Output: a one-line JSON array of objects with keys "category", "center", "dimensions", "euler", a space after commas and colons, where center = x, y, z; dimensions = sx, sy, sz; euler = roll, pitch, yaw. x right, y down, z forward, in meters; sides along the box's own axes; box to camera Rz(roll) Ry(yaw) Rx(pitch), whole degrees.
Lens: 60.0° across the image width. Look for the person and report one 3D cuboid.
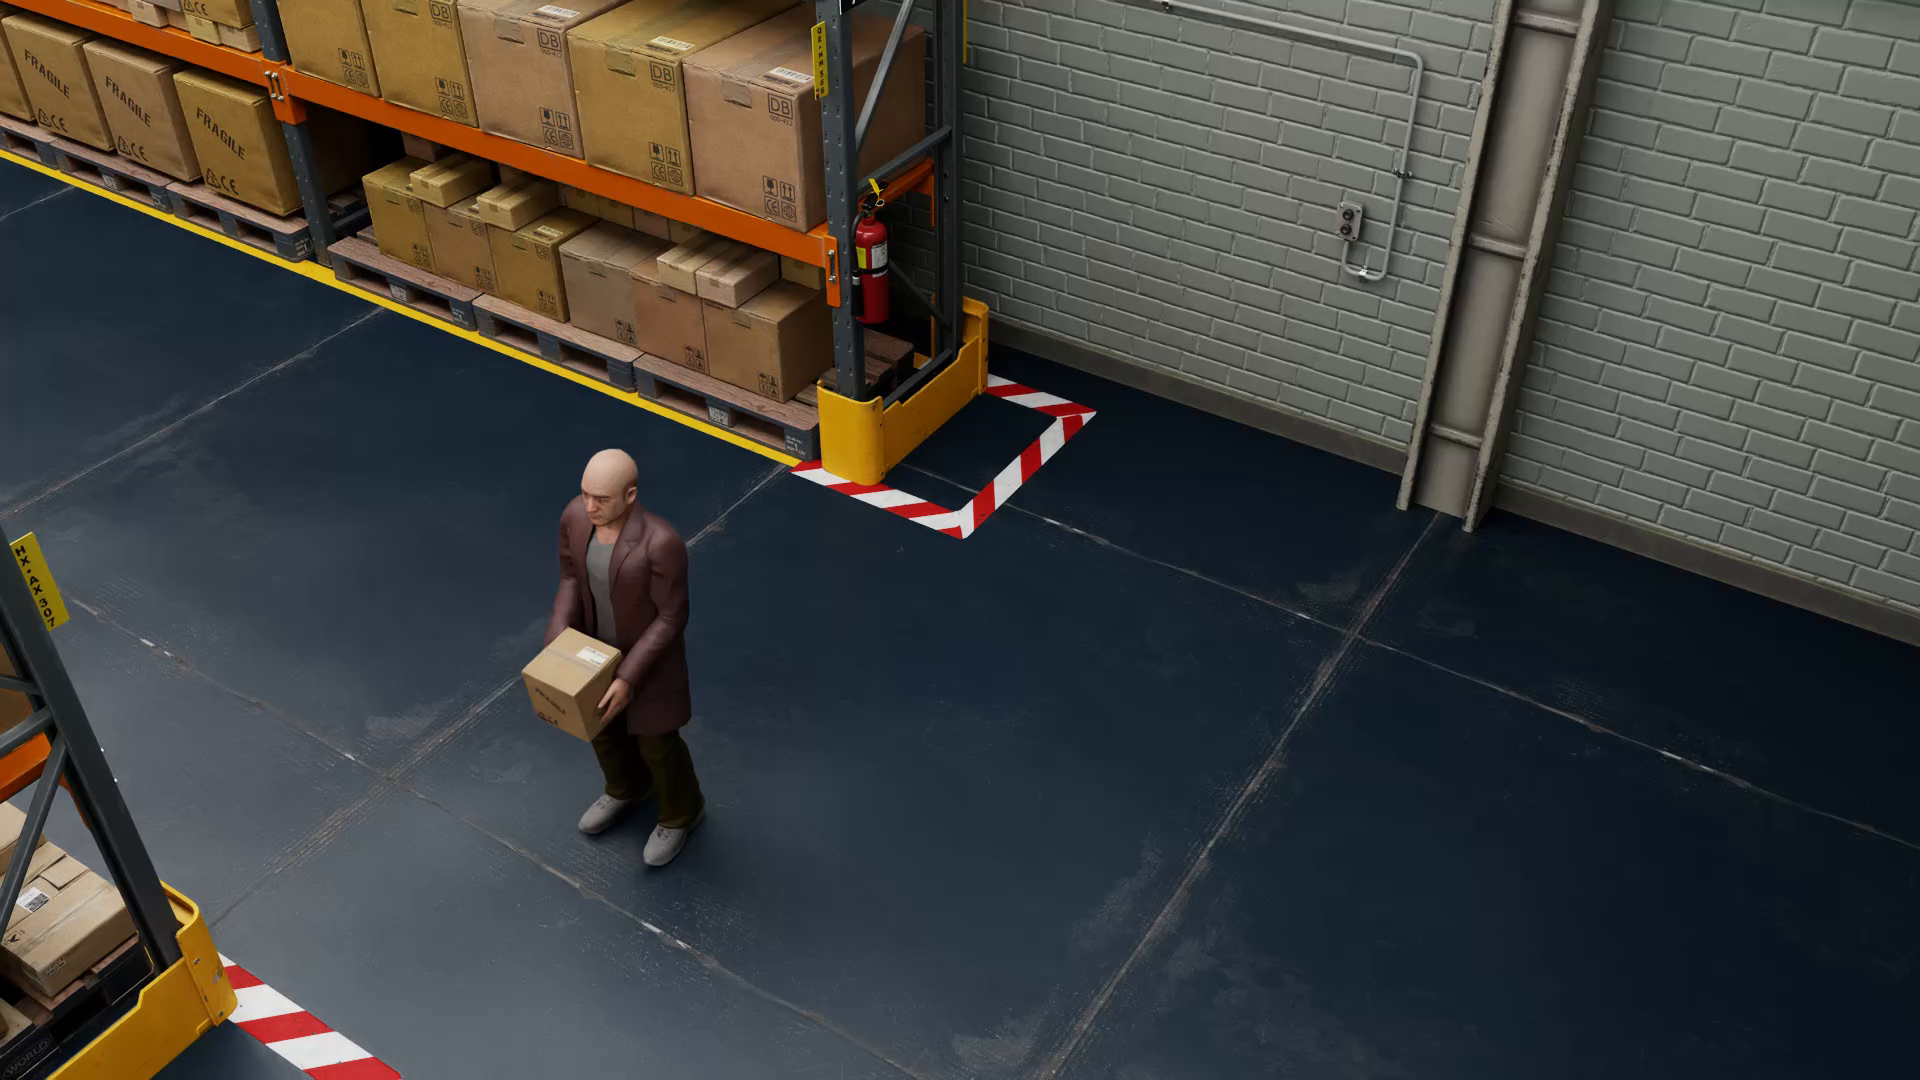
[{"category": "person", "center": [-1.254, 0.461, 6.095], "dimensions": [0.566, 1.782, 0.499], "euler": [21, 43, 25]}]
